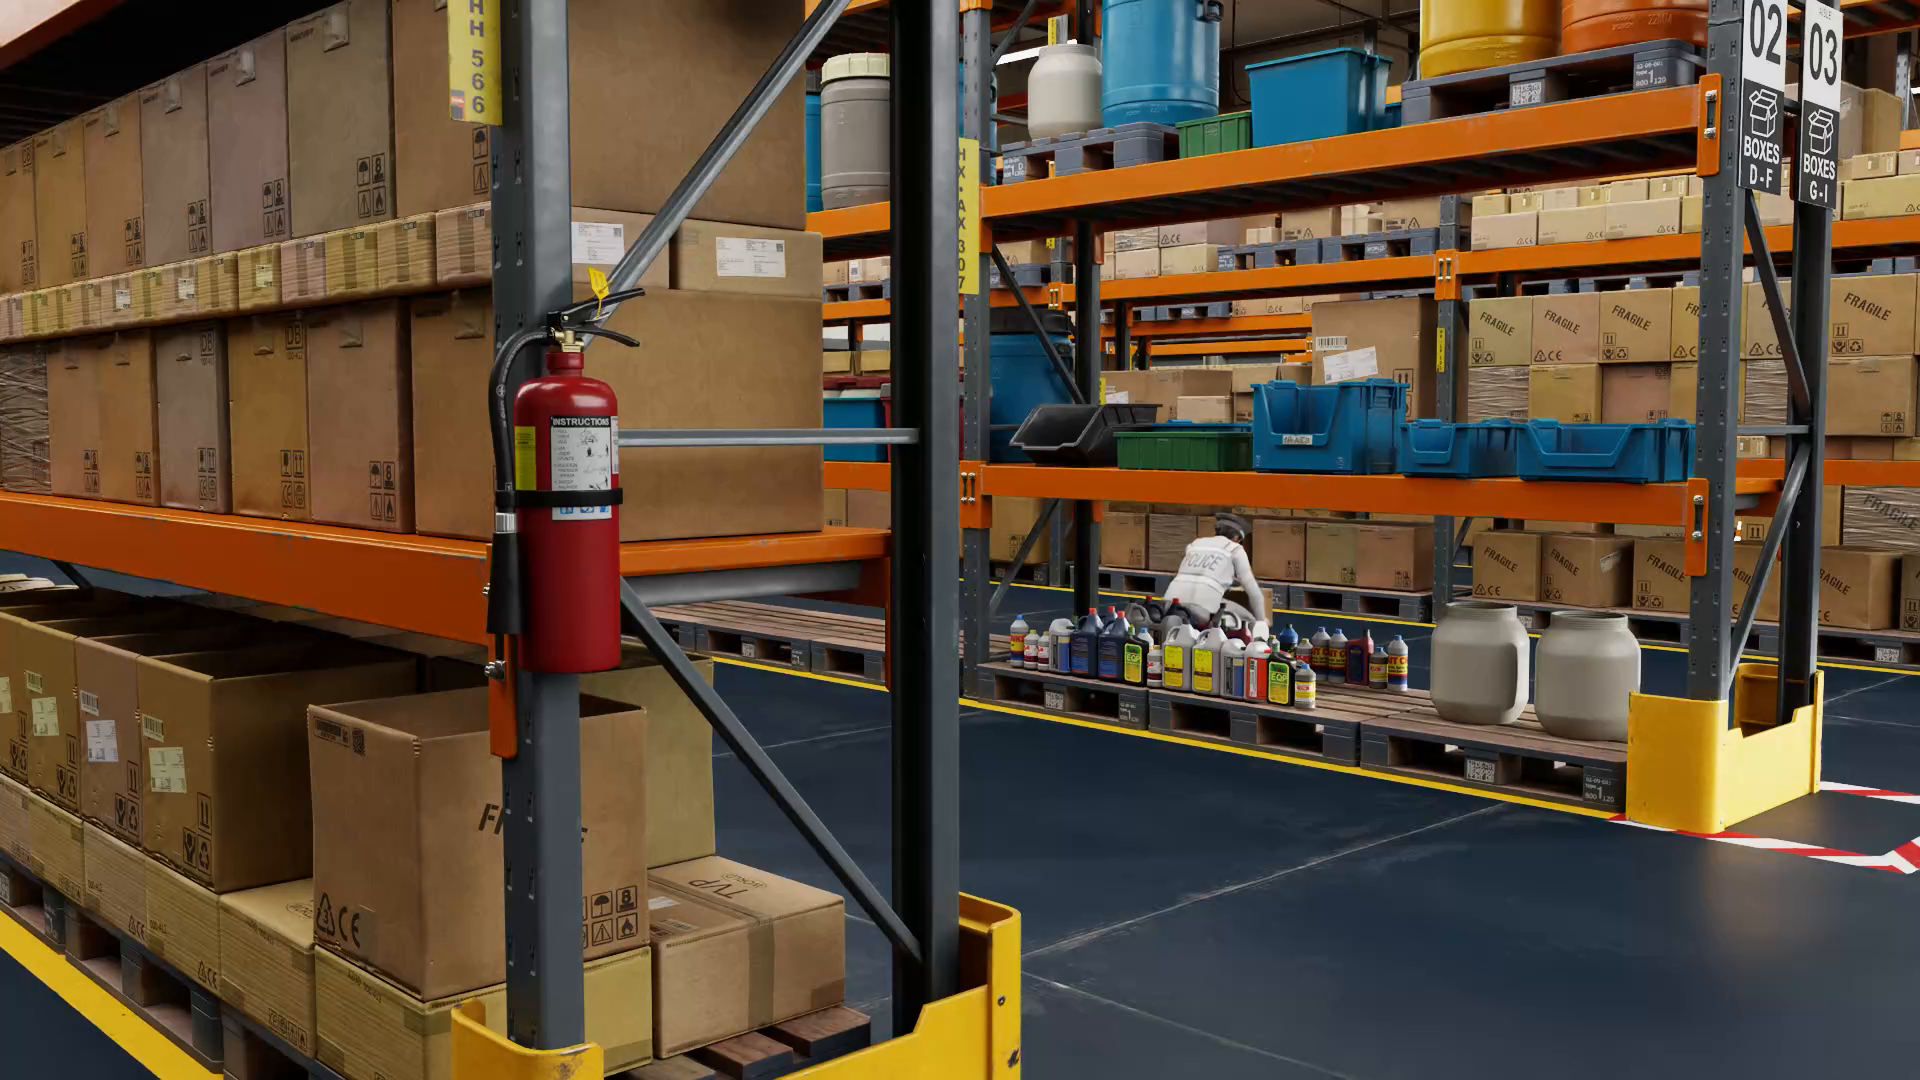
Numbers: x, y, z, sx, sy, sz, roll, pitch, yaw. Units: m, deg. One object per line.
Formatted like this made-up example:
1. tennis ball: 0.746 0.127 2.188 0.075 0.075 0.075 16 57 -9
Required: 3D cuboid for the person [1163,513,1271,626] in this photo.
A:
1. person: 1.644 0.315 10.664 0.835 0.965 0.485 -4 6 -44
